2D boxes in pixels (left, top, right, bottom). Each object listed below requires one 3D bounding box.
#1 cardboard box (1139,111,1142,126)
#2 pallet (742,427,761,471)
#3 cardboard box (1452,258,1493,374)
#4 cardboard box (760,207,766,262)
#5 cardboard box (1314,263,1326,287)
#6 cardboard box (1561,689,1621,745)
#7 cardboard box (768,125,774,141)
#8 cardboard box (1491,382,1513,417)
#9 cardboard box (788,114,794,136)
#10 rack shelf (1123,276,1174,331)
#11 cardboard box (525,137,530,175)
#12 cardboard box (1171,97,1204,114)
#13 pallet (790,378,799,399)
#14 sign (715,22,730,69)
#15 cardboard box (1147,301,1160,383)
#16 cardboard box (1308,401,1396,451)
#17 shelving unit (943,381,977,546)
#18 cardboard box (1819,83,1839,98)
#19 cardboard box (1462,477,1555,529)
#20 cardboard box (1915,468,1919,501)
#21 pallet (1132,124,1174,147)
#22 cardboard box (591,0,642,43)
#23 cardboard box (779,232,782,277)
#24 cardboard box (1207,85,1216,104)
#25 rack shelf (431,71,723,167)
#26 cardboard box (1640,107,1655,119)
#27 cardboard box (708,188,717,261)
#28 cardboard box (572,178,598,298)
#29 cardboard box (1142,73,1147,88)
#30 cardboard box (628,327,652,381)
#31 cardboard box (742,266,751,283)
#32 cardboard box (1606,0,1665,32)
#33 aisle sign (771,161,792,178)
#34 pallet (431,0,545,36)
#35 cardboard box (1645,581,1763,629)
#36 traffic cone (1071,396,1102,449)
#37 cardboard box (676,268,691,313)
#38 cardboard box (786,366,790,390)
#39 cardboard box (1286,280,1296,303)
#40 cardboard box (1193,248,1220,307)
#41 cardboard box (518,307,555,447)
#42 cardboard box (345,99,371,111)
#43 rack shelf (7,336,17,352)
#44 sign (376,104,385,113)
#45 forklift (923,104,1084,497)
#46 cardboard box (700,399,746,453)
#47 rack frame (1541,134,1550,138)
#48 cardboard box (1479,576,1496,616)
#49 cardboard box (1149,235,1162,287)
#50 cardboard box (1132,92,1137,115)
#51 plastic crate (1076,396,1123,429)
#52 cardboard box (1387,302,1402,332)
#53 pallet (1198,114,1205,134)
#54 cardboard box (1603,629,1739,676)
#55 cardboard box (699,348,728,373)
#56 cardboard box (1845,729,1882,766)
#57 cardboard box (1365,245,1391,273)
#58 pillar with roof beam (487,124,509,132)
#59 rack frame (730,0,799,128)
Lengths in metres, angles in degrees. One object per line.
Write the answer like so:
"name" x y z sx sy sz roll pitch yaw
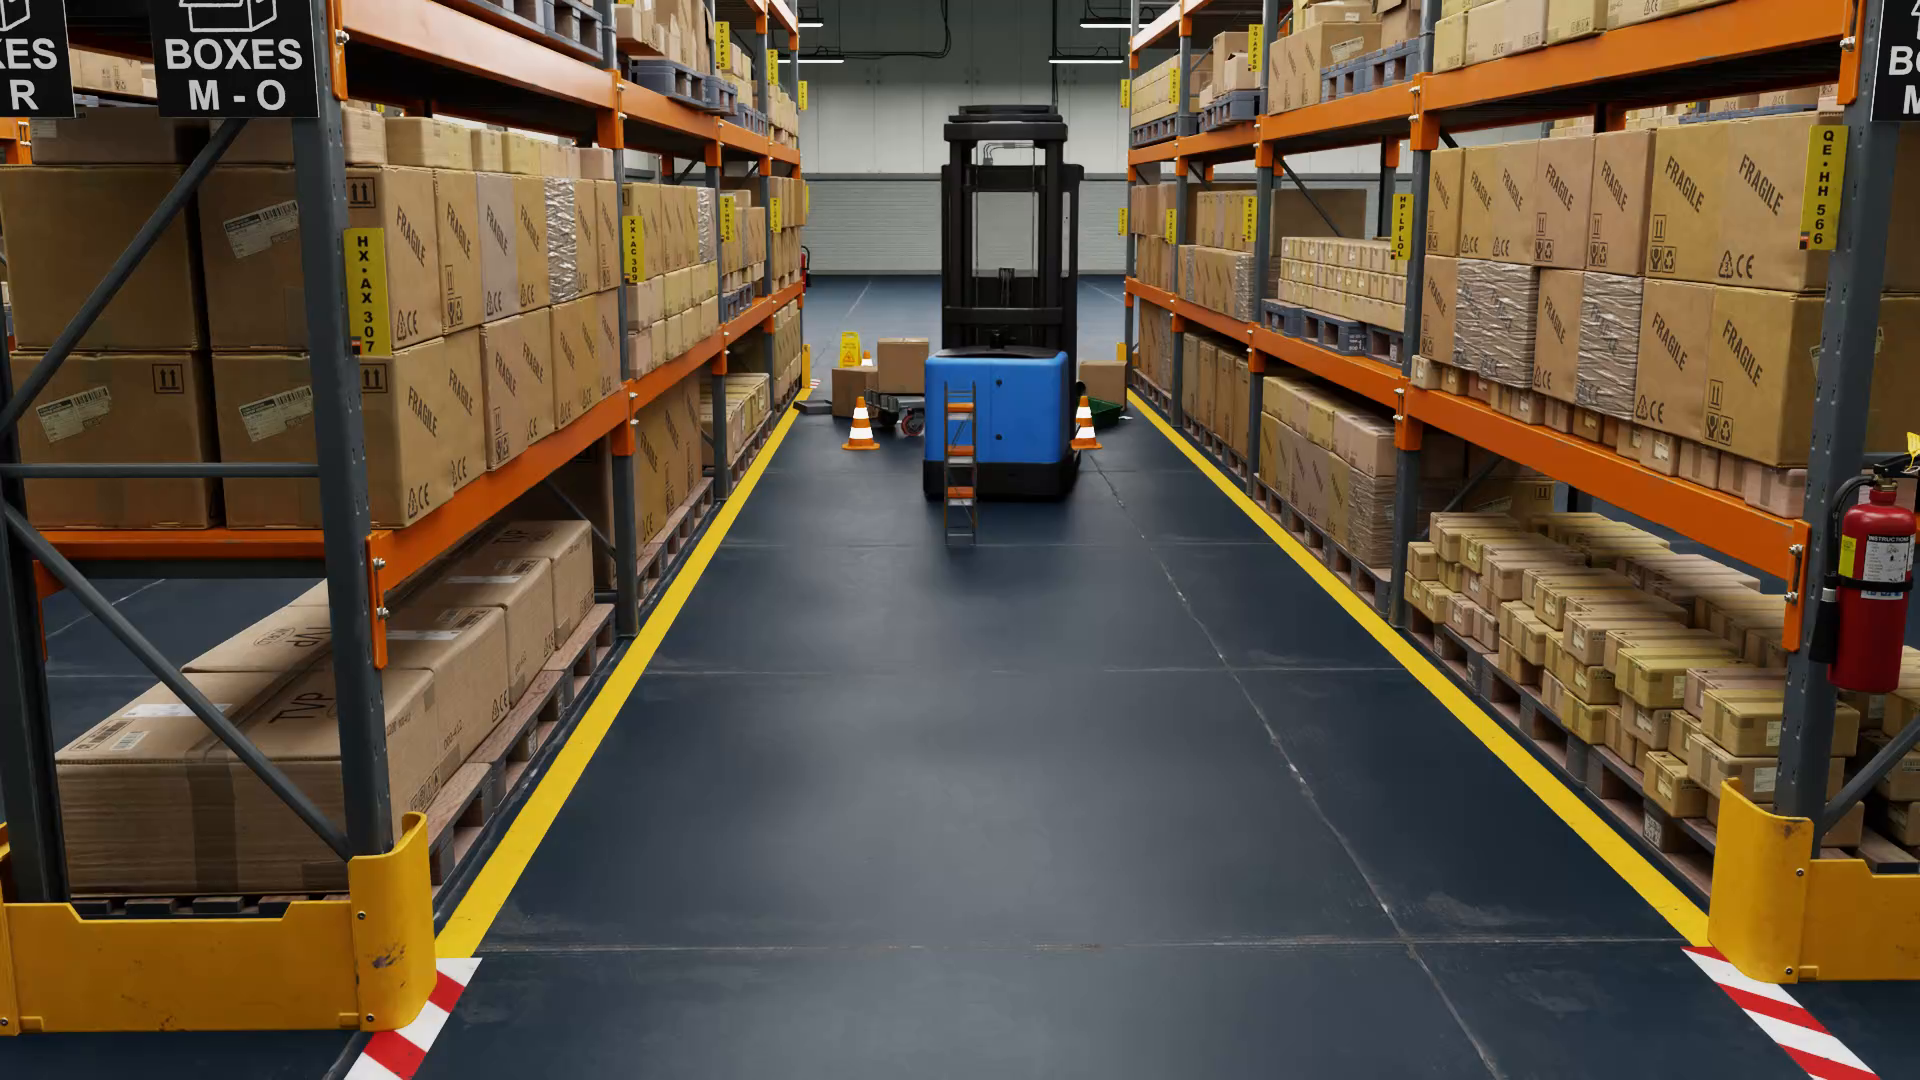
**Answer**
"cardboard box" 2.234 -4.778 18.848 0.380 0.149 0.250 0 11 -1
"pallet" -2.287 -0.797 14.456 1.003 0.211 1.213 0 11 -1
"cardboard box" 2.555 -1.009 7.486 0.500 0.500 0.500 0 11 -1
"cardboard box" -2.094 -2.871 15.611 0.500 0.500 0.500 0 11 -2
"cardboard box" 2.532 -1.732 10.878 0.380 0.149 0.250 0 11 -1
"cardboard box" 2.530 0.668 6.336 0.380 0.149 0.250 -1 11 -4
"cardboard box" -2.041 -4.024 16.435 0.380 0.149 0.250 0 11 -1
"cardboard box" 2.535 -0.623 7.215 0.380 0.149 0.250 0 11 0
"cardboard box" -2.140 -4.698 18.758 0.500 0.250 0.500 0 11 -2
"rack shelf" 2.572 -2.647 18.371 1.077 0.370 4.000 0 11 -1
"cardboard box" -1.860 -1.465 6.338 0.380 0.149 0.250 0 11 -1
"cardboard box" 2.287 -4.275 16.365 0.380 0.149 0.250 0 11 -1
"pallet" -2.433 -1.813 19.466 1.003 0.211 1.213 0 11 -1
"sign" -1.695 -3.529 11.867 0.100 0.325 0.005 0 11 -1
"cardboard box" 2.631 -2.252 18.903 0.875 0.875 0.875 0 11 -2
"cardboard box" 2.489 -0.714 10.379 0.500 0.250 0.500 -1 11 -4
"shelving unit" 0.001 -0.504 10.902 0.215 1.050 0.252 0 11 -1
"cardboard box" 7.381 -3.865 13.514 0.500 0.500 0.500 0 11 0
"cardboard box" 3.029 -0.140 9.437 0.500 0.500 0.500 0 11 1
"cardboard box" 3.136 -0.210 5.179 0.380 0.149 0.250 0 11 1
"pallet" 2.557 -4.676 19.243 1.003 0.211 1.213 0 11 -1
"cardboard box" -1.828 -2.682 8.472 0.396 0.266 0.258 0 11 -2
"cardboard box" -2.097 -2.945 17.029 0.500 0.500 0.500 0 11 -1
"cardboard box" 2.383 -3.924 14.636 0.380 0.149 0.250 0 11 -1
"rack shelf" -2.209 -2.486 10.035 1.077 0.370 4.000 0 11 -1
"cardboard box" 7.242 -4.415 17.108 0.380 0.149 0.250 -1 11 -3
"cardboard box" -1.978 -2.204 11.610 0.500 0.500 0.500 -1 11 -3
"cardboard box" -1.880 -1.317 7.238 0.500 0.500 0.500 0 11 -2
"cardboard box" 2.240 -5.120 18.525 0.380 0.149 0.250 0 11 -2
"cardboard box" -1.913 -0.986 8.753 0.500 0.250 0.500 -1 11 -2
"cardboard box" -2.040 -2.340 14.625 0.380 0.149 0.250 0 11 -1
"cardboard box" 2.573 -1.902 5.725 0.500 0.250 0.500 0 11 1
"aisle sign" -2.127 -4.644 19.868 0.394 0.787 0.004 0 11 -1
"pallet" -2.139 -1.993 6.018 1.003 0.211 1.213 0 11 -1
"cardboard box" 3.043 0.267 6.818 0.380 0.149 0.250 0 11 -1
"traffic cone" 1.132 -1.086 15.247 0.336 0.463 0.334 0 11 -1
"cardboard box" -1.930 -1.536 10.205 0.500 0.250 0.500 -1 11 -3
"cardboard box" -2.111 -1.750 17.998 0.500 0.250 0.500 0 11 -2
"cardboard box" 2.509 -1.746 11.698 0.380 0.149 0.250 0 11 2
"cardboard box" 2.375 -2.345 14.824 0.500 0.500 0.500 0 11 -1
"cardboard box" -1.866 -0.623 6.333 0.500 0.500 0.500 0 11 1
"cardboard box" -7.125 -5.022 19.167 0.500 0.500 0.500 0 11 1
"rack shelf" -7.172 -0.995 10.229 1.077 0.370 4.000 0 11 -1
"sign" -6.836 -5.200 19.574 0.100 0.325 0.005 0 11 -1
"forklift" 0.429 -2.005 13.571 1.130 2.935 3.031 2 12 7
"cardboard box" -2.275 -0.943 13.717 0.950 0.372 0.625 0 11 -2
"rack frame" 7.492 -3.397 20.260 1.000 3.000 0.127 0 11 -1
"cardboard box" 2.605 0.259 7.603 0.380 0.149 0.250 -1 11 -4
"cardboard box" 2.556 -3.071 18.273 0.875 0.550 0.500 0 11 -1
"cardboard box" 2.284 -5.097 19.416 0.500 0.250 0.500 0 11 -1
"plastic crate" 1.300 -1.281 16.757 0.450 0.188 0.662 17 18 26
"cardboard box" 2.567 -1.224 9.124 0.380 0.149 0.250 0 11 -1
"pallet" 2.682 -3.796 15.163 0.805 0.209 1.217 -1 11 -3
"cardboard box" 2.575 0.426 6.031 0.380 0.149 0.250 -1 11 -3
"cardboard box" -2.614 -1.904 16.872 0.500 0.500 0.500 0 11 -2
"cardboard box" 3.158 0.669 5.582 0.380 0.149 0.250 0 11 -1
"cardboard box" 2.560 -1.622 9.588 0.380 0.149 0.250 0 11 -1
"pillar with roof beam" -4.209 -8.536 30.504 9.100 9.000 0.400 0 11 -1
"rack frame" -2.416 -6.297 19.463 1.000 3.000 0.127 0 11 -1
